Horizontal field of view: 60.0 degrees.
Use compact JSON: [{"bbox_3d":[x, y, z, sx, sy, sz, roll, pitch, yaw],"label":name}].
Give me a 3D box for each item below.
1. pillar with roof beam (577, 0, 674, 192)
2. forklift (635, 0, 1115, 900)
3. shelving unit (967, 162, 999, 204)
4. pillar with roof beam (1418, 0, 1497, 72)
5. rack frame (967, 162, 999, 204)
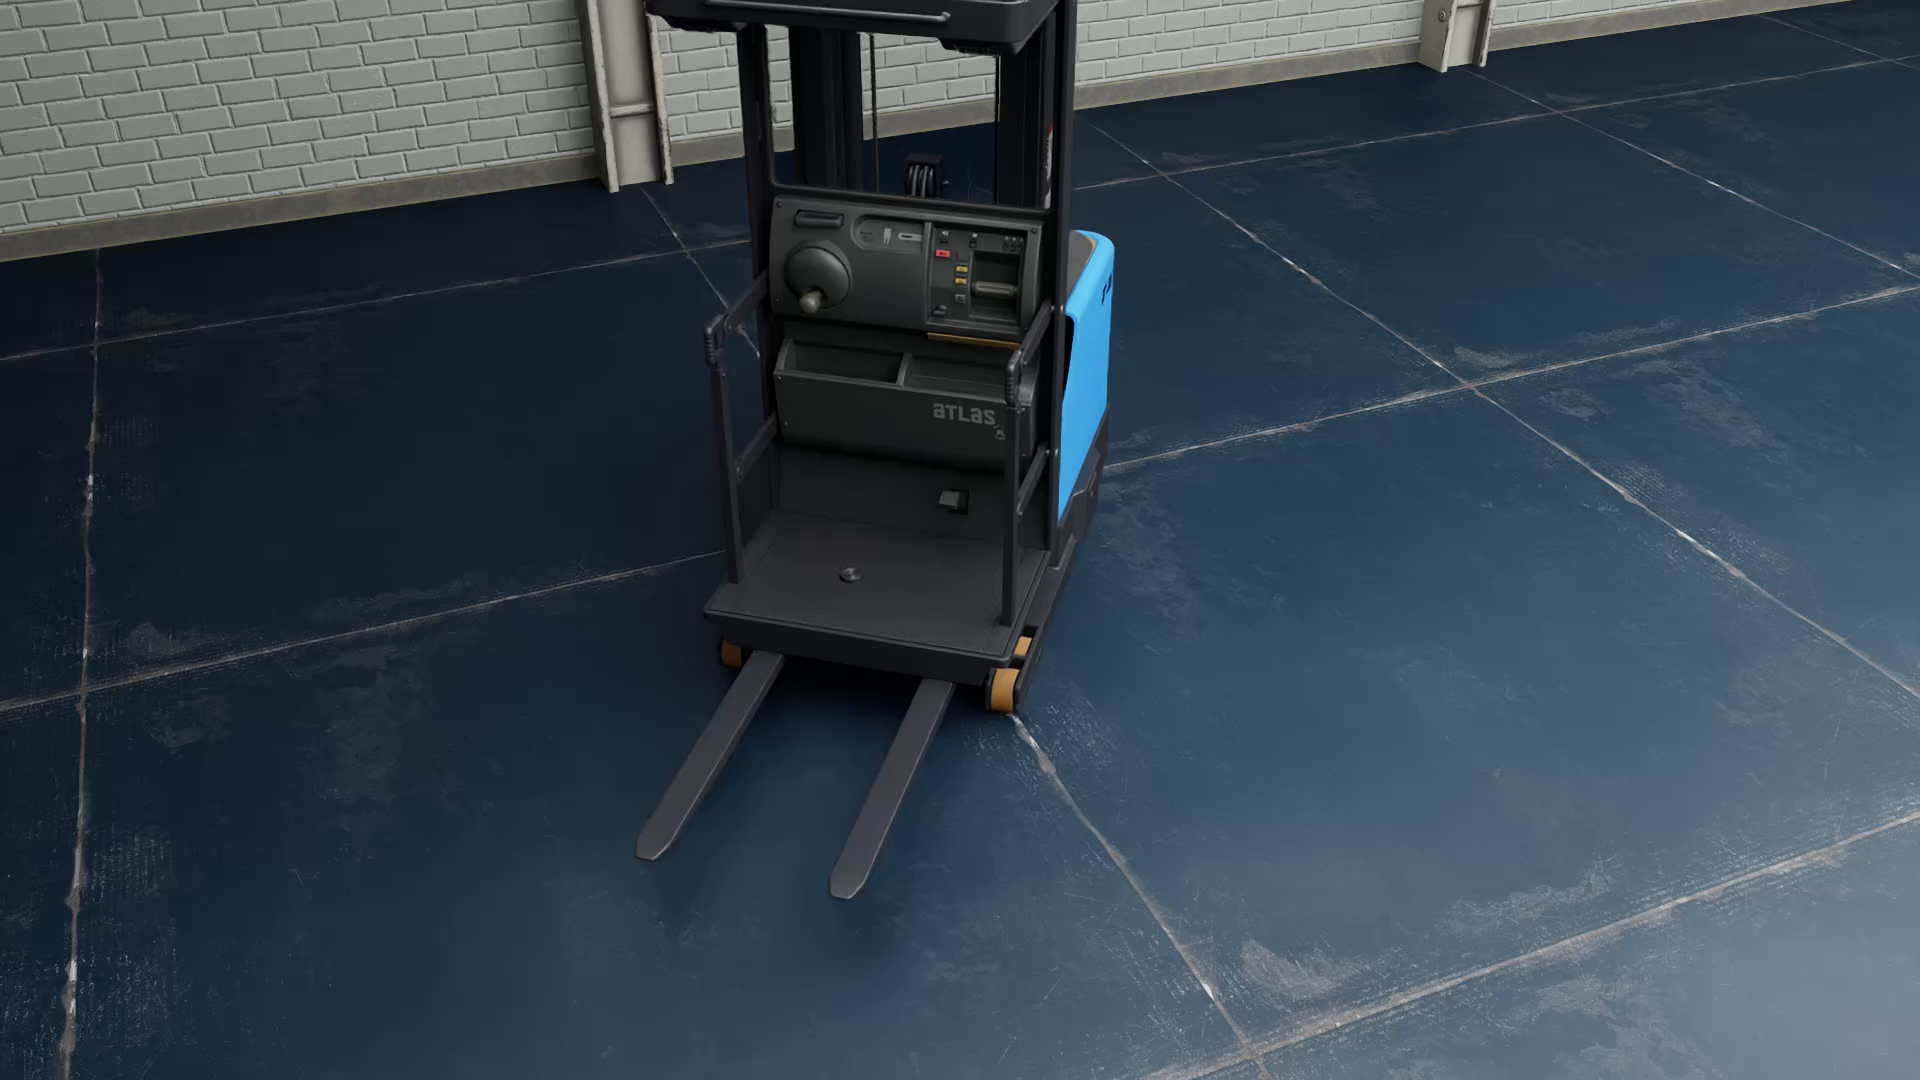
[{"bbox_3d":[-0.306,-3.804,4.345,0.400,9.000,9.100,-13,35,-19],"label":"pillar with roof beam"},{"bbox_3d":[-0.244,-0.857,5.379,1.130,2.935,3.031,8,34,13],"label":"forklift"},{"bbox_3d":[0.172,-1.043,7.239,0.189,1.200,0.258,-20,36,-30],"label":"shelving unit"},{"bbox_3d":[5.226,-5.071,6.292,0.400,9.000,9.100,-13,35,-19],"label":"pillar with roof beam"},{"bbox_3d":[0.097,-1.016,7.193,0.006,1.200,0.240,-20,36,-30],"label":"rack frame"}]
